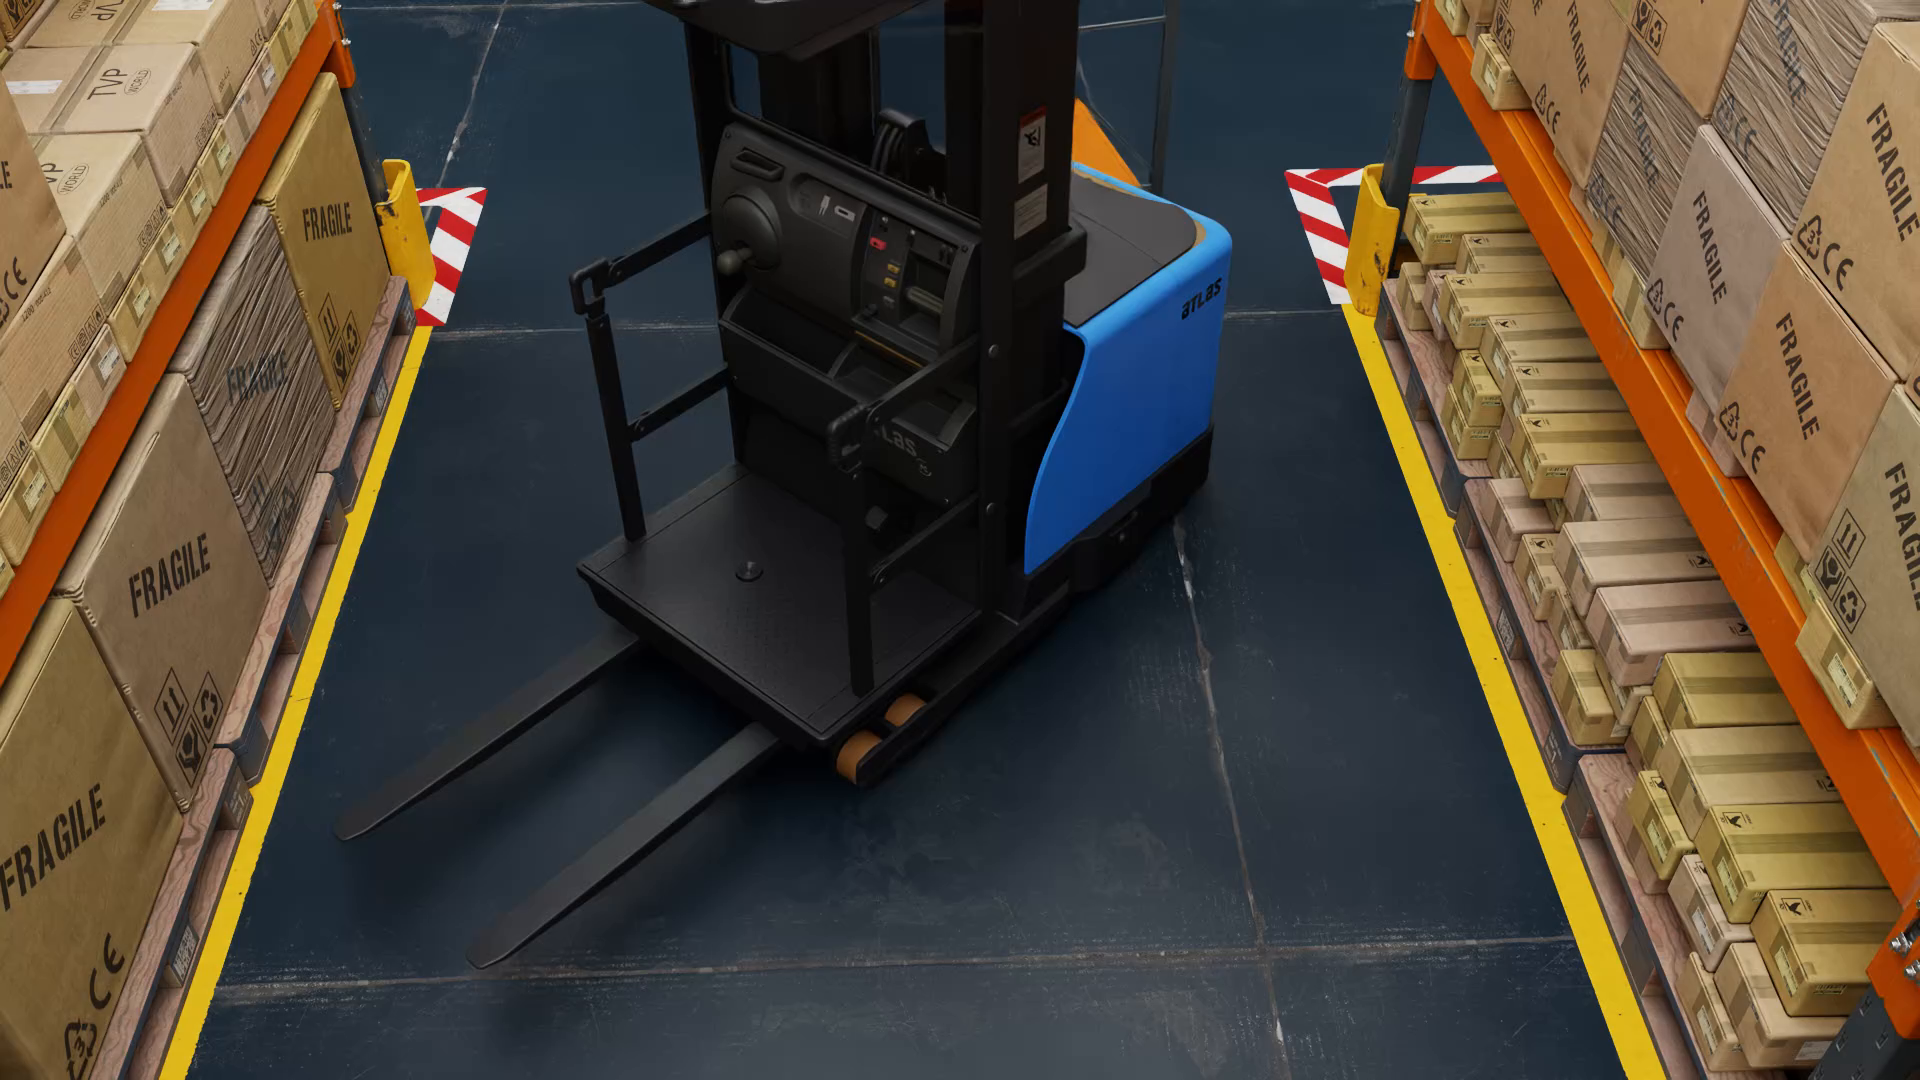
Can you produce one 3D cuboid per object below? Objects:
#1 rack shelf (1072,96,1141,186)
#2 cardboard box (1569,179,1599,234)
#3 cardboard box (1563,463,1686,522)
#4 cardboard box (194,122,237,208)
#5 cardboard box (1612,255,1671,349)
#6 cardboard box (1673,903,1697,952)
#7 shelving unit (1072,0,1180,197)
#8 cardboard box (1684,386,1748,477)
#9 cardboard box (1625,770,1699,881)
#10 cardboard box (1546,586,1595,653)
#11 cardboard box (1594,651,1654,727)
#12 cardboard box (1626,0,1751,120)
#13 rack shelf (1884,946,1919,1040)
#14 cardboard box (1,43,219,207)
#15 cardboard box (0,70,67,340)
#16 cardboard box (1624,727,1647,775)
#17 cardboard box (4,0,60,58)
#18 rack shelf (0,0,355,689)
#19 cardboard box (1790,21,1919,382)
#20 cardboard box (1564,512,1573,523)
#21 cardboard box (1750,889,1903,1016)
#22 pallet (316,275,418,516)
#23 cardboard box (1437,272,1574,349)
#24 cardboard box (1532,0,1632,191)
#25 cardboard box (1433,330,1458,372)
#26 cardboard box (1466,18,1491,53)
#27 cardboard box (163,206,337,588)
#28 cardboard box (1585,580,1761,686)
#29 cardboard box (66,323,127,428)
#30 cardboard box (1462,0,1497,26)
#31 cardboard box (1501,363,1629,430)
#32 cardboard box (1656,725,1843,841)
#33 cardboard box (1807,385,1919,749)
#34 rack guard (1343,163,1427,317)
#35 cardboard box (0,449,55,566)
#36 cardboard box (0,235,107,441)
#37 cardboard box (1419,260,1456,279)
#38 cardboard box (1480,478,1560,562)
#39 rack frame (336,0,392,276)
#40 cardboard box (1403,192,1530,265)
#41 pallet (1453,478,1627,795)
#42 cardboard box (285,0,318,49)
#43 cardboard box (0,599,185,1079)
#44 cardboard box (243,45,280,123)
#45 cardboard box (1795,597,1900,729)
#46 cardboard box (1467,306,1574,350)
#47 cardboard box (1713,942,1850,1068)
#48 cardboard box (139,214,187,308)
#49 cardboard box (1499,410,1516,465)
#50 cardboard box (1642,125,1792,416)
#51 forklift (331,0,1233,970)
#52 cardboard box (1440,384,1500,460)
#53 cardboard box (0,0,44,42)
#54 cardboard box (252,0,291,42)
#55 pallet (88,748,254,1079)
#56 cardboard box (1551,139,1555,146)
[{"bbox_3d":[0.349,-1.438,6.475,0.538,0.185,1.000,-11,44,-12],"label":"rack shelf"},{"bbox_3d":[2.000,-0.995,4.802,0.380,0.149,0.250,-2,43,-3],"label":"cardboard box"},{"bbox_3d":[2.051,-0.097,4.994,0.380,0.149,0.250,-2,43,-2],"label":"cardboard box"},{"bbox_3d":[-2.384,-1.105,4.921,0.380,0.149,0.250,-3,43,-3],"label":"cardboard box"},{"bbox_3d":[1.972,-0.638,4.412,0.380,0.149,0.250,-1,43,-1],"label":"cardboard box"},{"bbox_3d":[2.072,0.972,4.269,0.380,0.149,0.250,-1,43,-1],"label":"cardboard box"},{"bbox_3d":[0.346,-1.577,6.360,0.587,1.500,1.083,-11,44,-12],"label":"shelving unit"},{"bbox_3d":[2.011,-0.295,4.038,0.380,0.149,0.250,-3,43,-4],"label":"cardboard box"},{"bbox_3d":[1.972,0.729,4.314,0.380,0.149,0.250,-3,43,-3],"label":"cardboard box"},{"bbox_3d":[2.011,0.273,5.031,0.380,0.149,0.250,-1,43,-1],"label":"cardboard box"},{"bbox_3d":[2.029,0.385,4.689,0.380,0.149,0.250,-1,43,-1],"label":"cardboard box"},{"bbox_3d":[1.993,-1.360,3.980,0.500,0.500,0.500,-3,43,-3],"label":"cardboard box"},{"bbox_3d":[2.441,2.124,1.745,1.077,0.370,4.000,-2,43,-2],"label":"rack shelf"},{"bbox_3d":[-2.445,-1.167,4.694,0.500,0.250,0.500,-3,43,-3],"label":"cardboard box"},{"bbox_3d":[-2.408,-0.763,3.698,0.500,0.500,0.500,-3,43,-3],"label":"cardboard box"},{"bbox_3d":[2.106,0.614,4.659,0.380,0.149,0.250,-3,43,-3],"label":"cardboard box"},{"bbox_3d":[-2.994,-1.490,5.046,0.500,0.250,0.500,-2,43,-2],"label":"cardboard box"},{"bbox_3d":[-2.688,-0.502,4.611,1.077,0.370,4.000,-2,43,-2],"label":"rack shelf"},{"bbox_3d":[2.039,-0.665,3.221,0.500,0.500,0.500,-3,43,-3],"label":"cardboard box"},{"bbox_3d":[2.069,0.022,5.085,0.380,0.149,0.250,0,43,0],"label":"cardboard box"},{"bbox_3d":[2.081,0.953,3.850,0.380,0.149,0.250,-1,43,-1],"label":"cardboard box"},{"bbox_3d":[-2.661,-0.552,6.196,1.003,0.211,1.213,-2,43,-2],"label":"pallet"},{"bbox_3d":[1.884,-0.795,5.756,0.380,0.149,0.250,-2,43,-2],"label":"cardboard box"},{"bbox_3d":[1.986,-1.336,4.693,0.500,0.500,0.500,-1,43,-1],"label":"cardboard box"},{"bbox_3d":[1.982,-0.759,6.157,0.380,0.149,0.250,-2,43,-2],"label":"cardboard box"},{"bbox_3d":[1.925,-1.700,5.571,0.380,0.149,0.250,0,43,0],"label":"cardboard box"},{"bbox_3d":[-2.628,-0.445,5.277,0.875,0.875,0.875,-2,43,-2],"label":"cardboard box"},{"bbox_3d":[1.976,0.256,4.610,0.380,0.149,0.250,-4,43,-4],"label":"cardboard box"},{"bbox_3d":[-2.339,-0.409,4.162,0.380,0.149,0.250,-1,43,-1],"label":"cardboard box"},{"bbox_3d":[1.930,-2.027,5.448,0.500,0.500,0.500,0,43,0],"label":"cardboard box"},{"bbox_3d":[1.979,-0.443,5.372,0.380,0.149,0.250,0,43,0],"label":"cardboard box"},{"bbox_3d":[2.013,0.613,4.220,0.380,0.149,0.250,-2,43,-2],"label":"cardboard box"},{"bbox_3d":[2.054,0.044,3.188,0.500,0.500,0.500,-2,43,-2],"label":"cardboard box"},{"bbox_3d":[2.190,-1.219,6.710,1.175,0.500,0.348,-2,43,-2],"label":"rack guard"},{"bbox_3d":[-2.320,-0.067,3.789,0.380,0.149,0.250,-3,43,-3],"label":"cardboard box"},{"bbox_3d":[-2.405,-0.482,3.947,0.500,0.250,0.500,-1,43,-1],"label":"cardboard box"},{"bbox_3d":[1.952,-1.044,6.248,0.380,0.149,0.250,0,43,0],"label":"cardboard box"},{"bbox_3d":[1.930,-0.075,5.411,0.380,0.149,0.250,-4,43,-4],"label":"cardboard box"},{"bbox_3d":[-2.773,-2.118,5.841,1.000,3.000,0.127,-2,43,-2],"label":"rack frame"},{"bbox_3d":[1.869,-1.152,6.145,0.380,0.149,0.250,-3,43,-4],"label":"cardboard box"},{"bbox_3d":[2.238,0.258,5.312,1.003,0.211,1.213,-2,43,-2],"label":"pallet"},{"bbox_3d":[-2.429,-1.794,5.673,0.380,0.149,0.250,-1,43,-1],"label":"cardboard box"},{"bbox_3d":[-2.552,0.763,3.959,0.875,0.875,0.875,-2,43,-2],"label":"cardboard box"},{"bbox_3d":[-2.407,-1.448,5.296,0.380,0.149,0.250,-2,43,-2],"label":"cardboard box"},{"bbox_3d":[1.991,0.244,3.450,0.380,0.149,0.250,-3,43,-3],"label":"cardboard box"},{"bbox_3d":[2.006,-0.695,5.867,0.380,0.149,0.250,-1,43,-1],"label":"cardboard box"},{"bbox_3d":[2.025,1.091,3.918,0.380,0.149,0.250,-1,43,-1],"label":"cardboard box"},{"bbox_3d":[-2.365,-0.762,4.548,0.380,0.149,0.250,-1,43,-1],"label":"cardboard box"},{"bbox_3d":[2.015,-0.342,5.483,0.380,0.149,0.250,-4,43,-4],"label":"cardboard box"},{"bbox_3d":[2.013,-0.643,3.937,0.500,0.500,0.500,-2,43,-2],"label":"cardboard box"},{"bbox_3d":[-0.473,-0.740,4.388,1.130,2.935,3.031,31,51,29],"label":"forklift"},{"bbox_3d":[1.901,-0.415,5.782,0.380,0.149,0.250,-1,43,-1],"label":"cardboard box"},{"bbox_3d":[-3.001,-1.779,4.807,0.500,0.500,0.500,-3,43,-3],"label":"cardboard box"},{"bbox_3d":[-2.488,-1.853,5.442,0.500,0.250,0.500,-2,43,-2],"label":"cardboard box"},{"bbox_3d":[-2.558,1.095,4.399,1.003,0.211,1.213,-2,43,-2],"label":"pallet"},{"bbox_3d":[2.031,-1.346,5.185,0.380,0.149,0.250,0,43,0],"label":"cardboard box"}]
